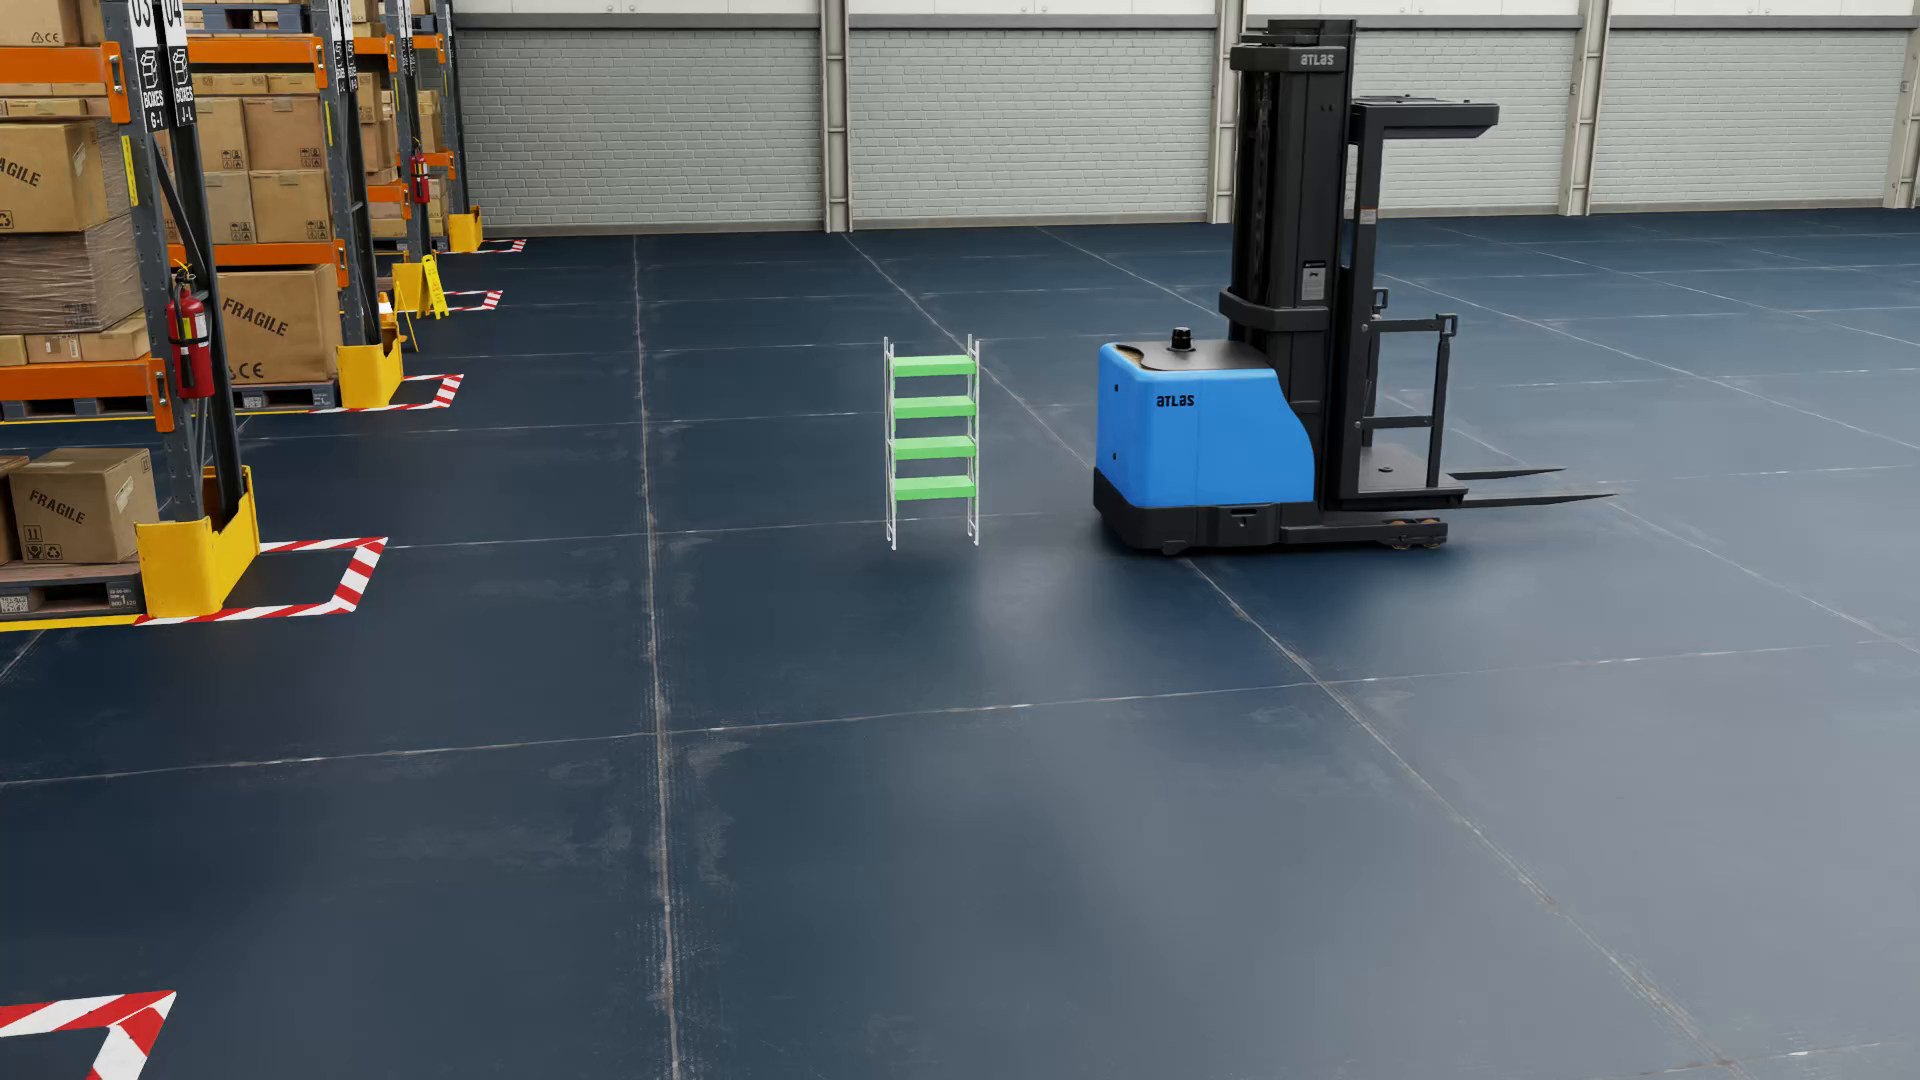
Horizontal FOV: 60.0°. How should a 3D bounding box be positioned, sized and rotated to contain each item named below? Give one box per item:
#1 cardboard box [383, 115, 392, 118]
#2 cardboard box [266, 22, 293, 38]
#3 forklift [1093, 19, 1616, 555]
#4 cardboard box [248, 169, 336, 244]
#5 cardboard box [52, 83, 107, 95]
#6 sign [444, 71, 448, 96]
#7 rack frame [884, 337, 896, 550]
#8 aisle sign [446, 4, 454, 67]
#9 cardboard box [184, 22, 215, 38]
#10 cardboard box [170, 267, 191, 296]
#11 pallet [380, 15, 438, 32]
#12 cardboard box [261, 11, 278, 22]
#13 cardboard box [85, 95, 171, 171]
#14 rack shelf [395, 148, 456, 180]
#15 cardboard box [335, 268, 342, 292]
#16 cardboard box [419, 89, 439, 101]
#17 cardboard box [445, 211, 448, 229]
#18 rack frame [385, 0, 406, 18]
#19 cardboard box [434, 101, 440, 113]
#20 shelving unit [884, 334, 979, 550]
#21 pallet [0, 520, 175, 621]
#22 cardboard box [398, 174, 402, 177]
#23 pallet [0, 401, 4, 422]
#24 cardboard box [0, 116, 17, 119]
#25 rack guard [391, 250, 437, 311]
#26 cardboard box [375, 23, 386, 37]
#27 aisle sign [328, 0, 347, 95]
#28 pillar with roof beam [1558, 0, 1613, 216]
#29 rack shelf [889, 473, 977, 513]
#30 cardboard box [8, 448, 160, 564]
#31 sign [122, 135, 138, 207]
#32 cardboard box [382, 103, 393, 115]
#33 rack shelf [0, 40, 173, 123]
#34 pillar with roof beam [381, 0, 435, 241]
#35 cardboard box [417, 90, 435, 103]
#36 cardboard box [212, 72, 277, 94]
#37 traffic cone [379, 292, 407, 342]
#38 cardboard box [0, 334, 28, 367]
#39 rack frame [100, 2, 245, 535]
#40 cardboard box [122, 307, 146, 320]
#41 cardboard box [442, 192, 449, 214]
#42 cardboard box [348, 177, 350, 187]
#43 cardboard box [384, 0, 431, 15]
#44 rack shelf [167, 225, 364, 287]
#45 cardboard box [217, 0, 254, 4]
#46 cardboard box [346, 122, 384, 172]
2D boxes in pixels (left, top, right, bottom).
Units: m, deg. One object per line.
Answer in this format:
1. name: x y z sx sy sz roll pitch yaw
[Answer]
1. cardboard box: -7.800 -5.417 22.168 0.500 0.500 0.500 -3 17 -9
2. cardboard box: -6.974 -5.258 17.140 0.250 0.149 0.380 -3 17 -10
3. forklift: 2.384 -1.495 9.687 3.031 2.935 1.130 -3 17 -8
4. cardboard box: -5.228 -2.684 13.186 0.550 0.550 0.875 -3 17 -10
5. cardboard box: -8.859 -4.497 16.964 0.500 0.500 0.700 -3 17 -10
6. sign: -6.766 -6.008 21.887 0.005 0.325 0.100 -3 17 -10
7. rack frame: -0.402 -0.551 9.561 0.015 1.200 0.240 -3 17 -10
8. aisle sign: -6.735 -6.660 21.958 0.004 0.787 0.394 -3 17 -10
9. cardboard box: -7.707 -5.182 16.895 0.250 0.149 0.380 -3 17 -11
10. cardboard box: -6.389 -1.725 13.222 0.875 0.875 0.875 -4 17 -11
11. pallet: -7.555 -6.858 22.073 1.213 0.211 1.003 -3 17 -10
12. cardboard box: -6.858 -5.442 17.061 0.500 0.250 0.500 -3 17 -11
13. cardboard box: -6.342 -3.175 12.946 0.550 0.550 0.875 -3 17 -10
14. rack shelf: -8.819 -5.043 22.347 4.000 0.370 1.077 -3 17 -10
15. cardboard box: -6.676 -2.830 17.884 0.500 0.250 0.500 -3 17 -11
16. cardboard box: -7.226 -6.041 22.590 0.250 0.149 0.380 -4 17 -12
17. cardboard box: -7.375 -4.414 23.040 0.500 0.250 0.500 -3 17 -10
18. rack frame: -5.910 -6.935 17.065 0.127 3.000 1.000 -3 17 -10
19. cardboard box: -7.238 -5.912 22.676 0.250 0.149 0.380 -4 17 -12
20. shelving unit: -0.163 -0.564 9.606 0.503 1.200 0.258 -3 17 -10
21. pallet: -4.909 0.162 8.926 1.213 0.211 1.003 -3 17 -10
22. cardboard box: -7.853 -4.861 22.796 0.500 0.250 0.500 -3 17 -10
23. pallet: -8.038 -1.110 13.067 1.213 0.211 1.003 -3 17 -10
24. cardboard box: -5.114 -1.901 8.511 0.500 0.500 0.500 -3 17 -10
25. rack guard: -5.985 -2.868 18.299 0.348 0.500 1.175 -3 17 -10
26. cardboard box: -6.297 -5.456 17.787 0.250 0.149 0.380 -3 17 -10
27. aisle sign: -4.745 -3.806 12.668 0.004 0.787 0.394 -3 17 -10
28. pillar with roof beam: 10.780 -8.349 21.666 0.400 9.000 9.100 -3 17 -10
29. rack shelf: -0.163 -0.274 9.695 0.480 0.148 0.258 -3 17 -10
30. cardboard box: -4.646 -0.187 8.852 0.500 0.500 0.500 0 17 0
31. sign: -3.945 -1.754 7.904 0.005 0.325 0.100 -3 17 -10
32. cardboard box: -7.654 -5.736 22.104 0.250 0.149 0.380 -3 17 -9
33. rack shelf: -5.994 -2.189 7.947 4.000 0.370 1.077 -3 17 -10
34. pillar with roof beam: -6.893 -7.346 18.402 0.400 9.000 9.100 -3 17 -10
35. cardboard box: -7.167 -5.918 22.188 0.250 0.149 0.380 -3 17 -10
36. cardboard box: -7.350 -4.560 17.169 0.500 0.500 0.700 -3 17 -11
37. traffic cone: -5.543 -2.158 16.049 0.334 0.463 0.336 -3 17 -10
38. cardboard box: -4.752 -0.973 8.298 0.250 0.149 0.380 -3 17 -10
39. rack frame: -4.030 -1.211 8.645 0.127 3.000 1.000 -3 17 -10
40. cardboard box: -4.355 -1.143 8.854 0.250 0.149 0.380 -3 17 -10
41. cardboard box: -7.356 -4.657 22.982 0.500 0.250 0.500 -3 17 -9
42. cardboard box: -6.464 -3.819 17.564 0.250 0.149 0.380 -3 17 -11
43. cardboard box: -7.244 -7.134 21.763 0.500 0.500 0.500 -3 17 -9
44. rack shelf: -6.836 -2.191 13.061 4.000 0.370 1.077 -3 17 -10
45. cardboard box: -5.382 -4.078 12.415 0.250 0.149 0.380 -3 17 -10
46. cardboard box: -6.391 -4.148 17.530 0.500 0.500 0.500 -4 17 -11
